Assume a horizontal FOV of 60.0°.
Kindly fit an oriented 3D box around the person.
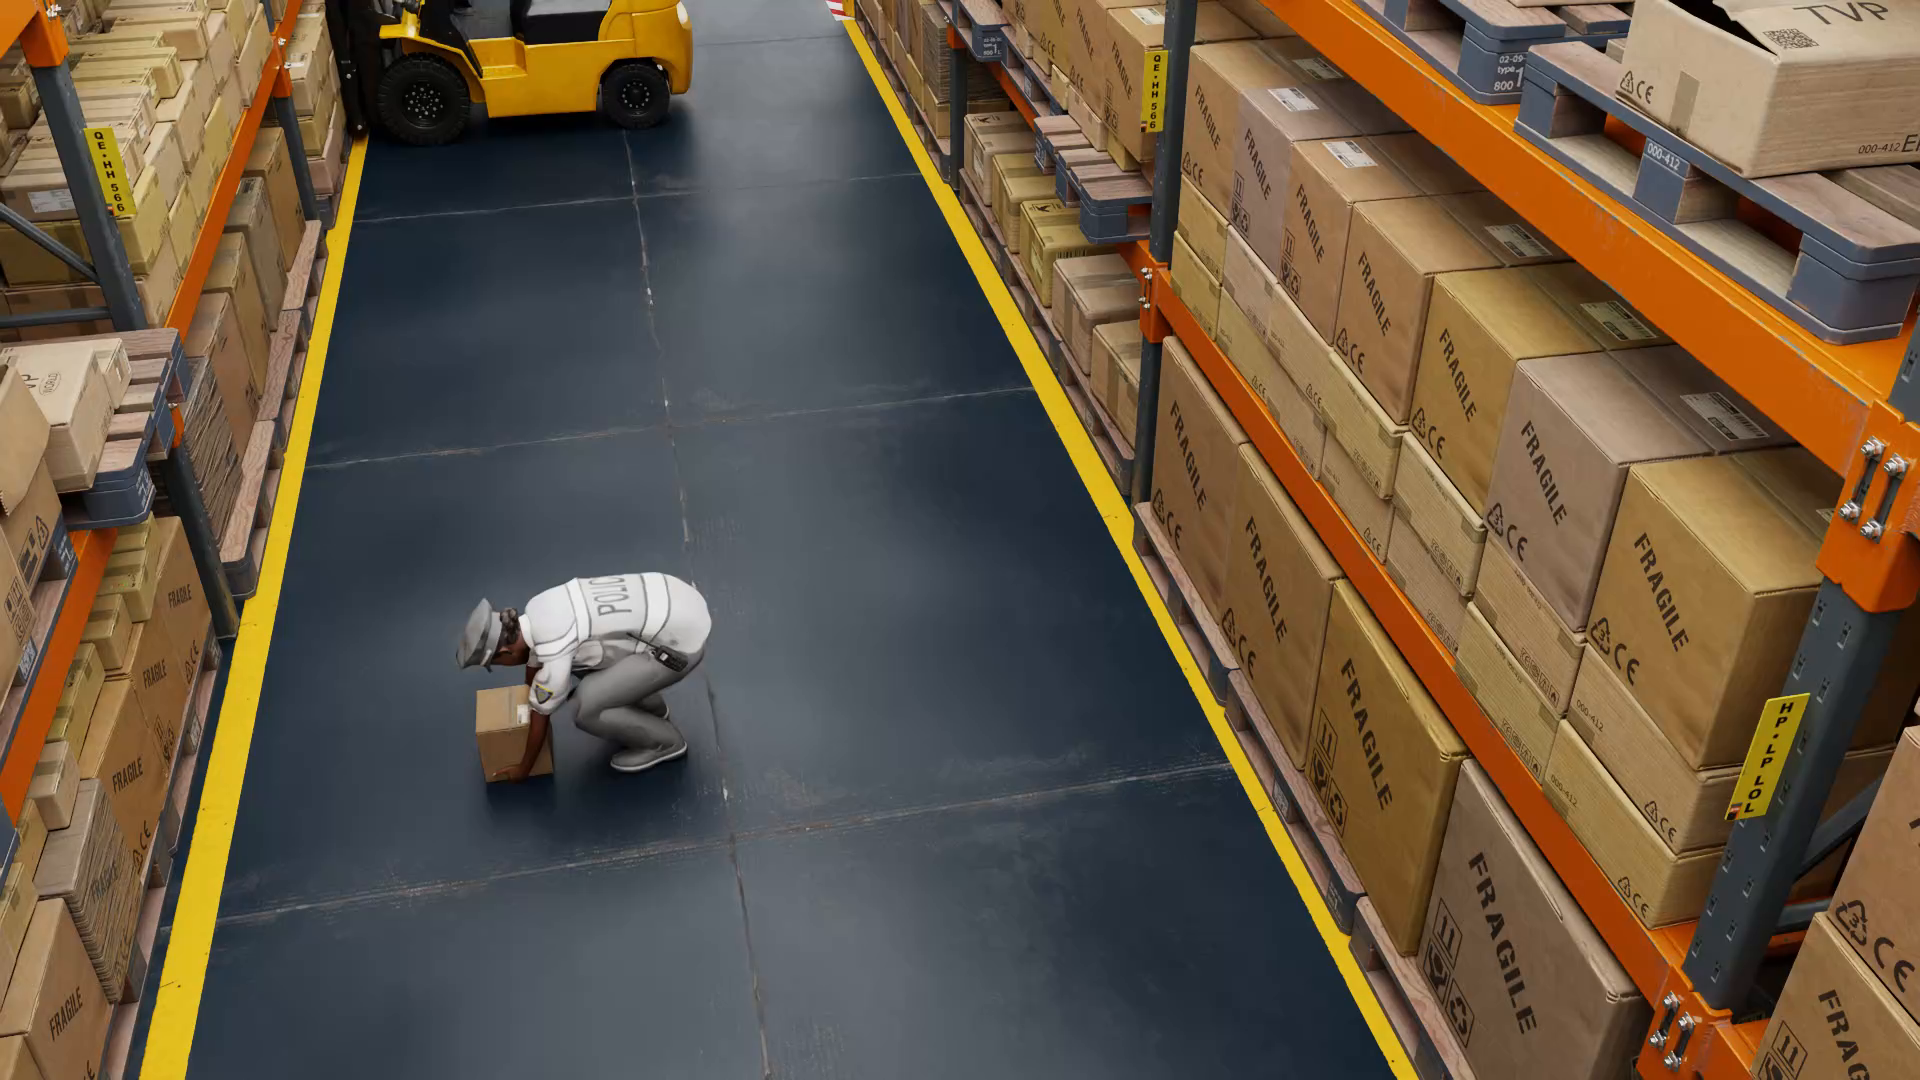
[{"bbox_3d":[-1.384,0.499,6.239,0.926,0.765,0.449,-8,35,-12],"label":"person"}]
